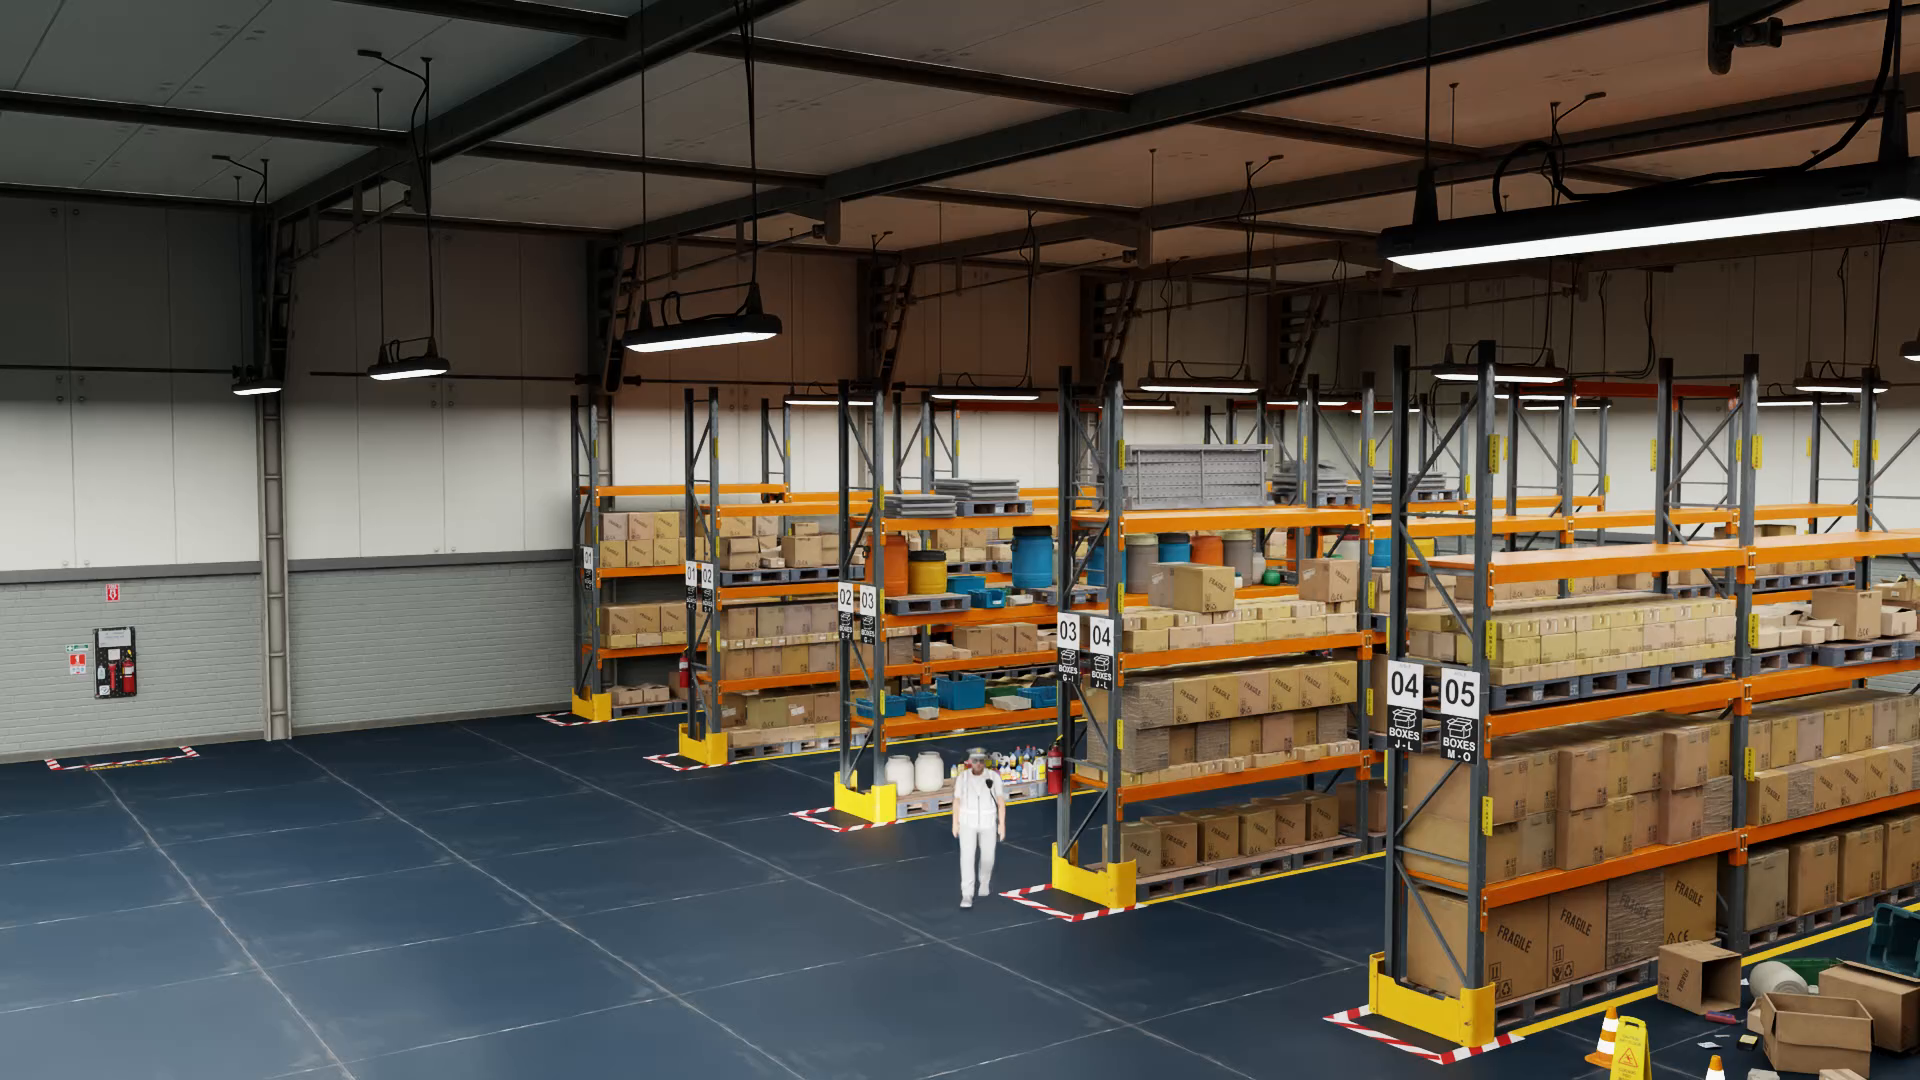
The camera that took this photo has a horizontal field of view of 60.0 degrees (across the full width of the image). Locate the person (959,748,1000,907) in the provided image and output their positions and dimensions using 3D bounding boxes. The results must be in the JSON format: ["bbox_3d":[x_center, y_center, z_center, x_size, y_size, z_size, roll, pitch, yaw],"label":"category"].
[{"bbox_3d":[0.208,3.191,18.643,0.462,1.785,0.828,0,3,-5],"label":"person"}]
